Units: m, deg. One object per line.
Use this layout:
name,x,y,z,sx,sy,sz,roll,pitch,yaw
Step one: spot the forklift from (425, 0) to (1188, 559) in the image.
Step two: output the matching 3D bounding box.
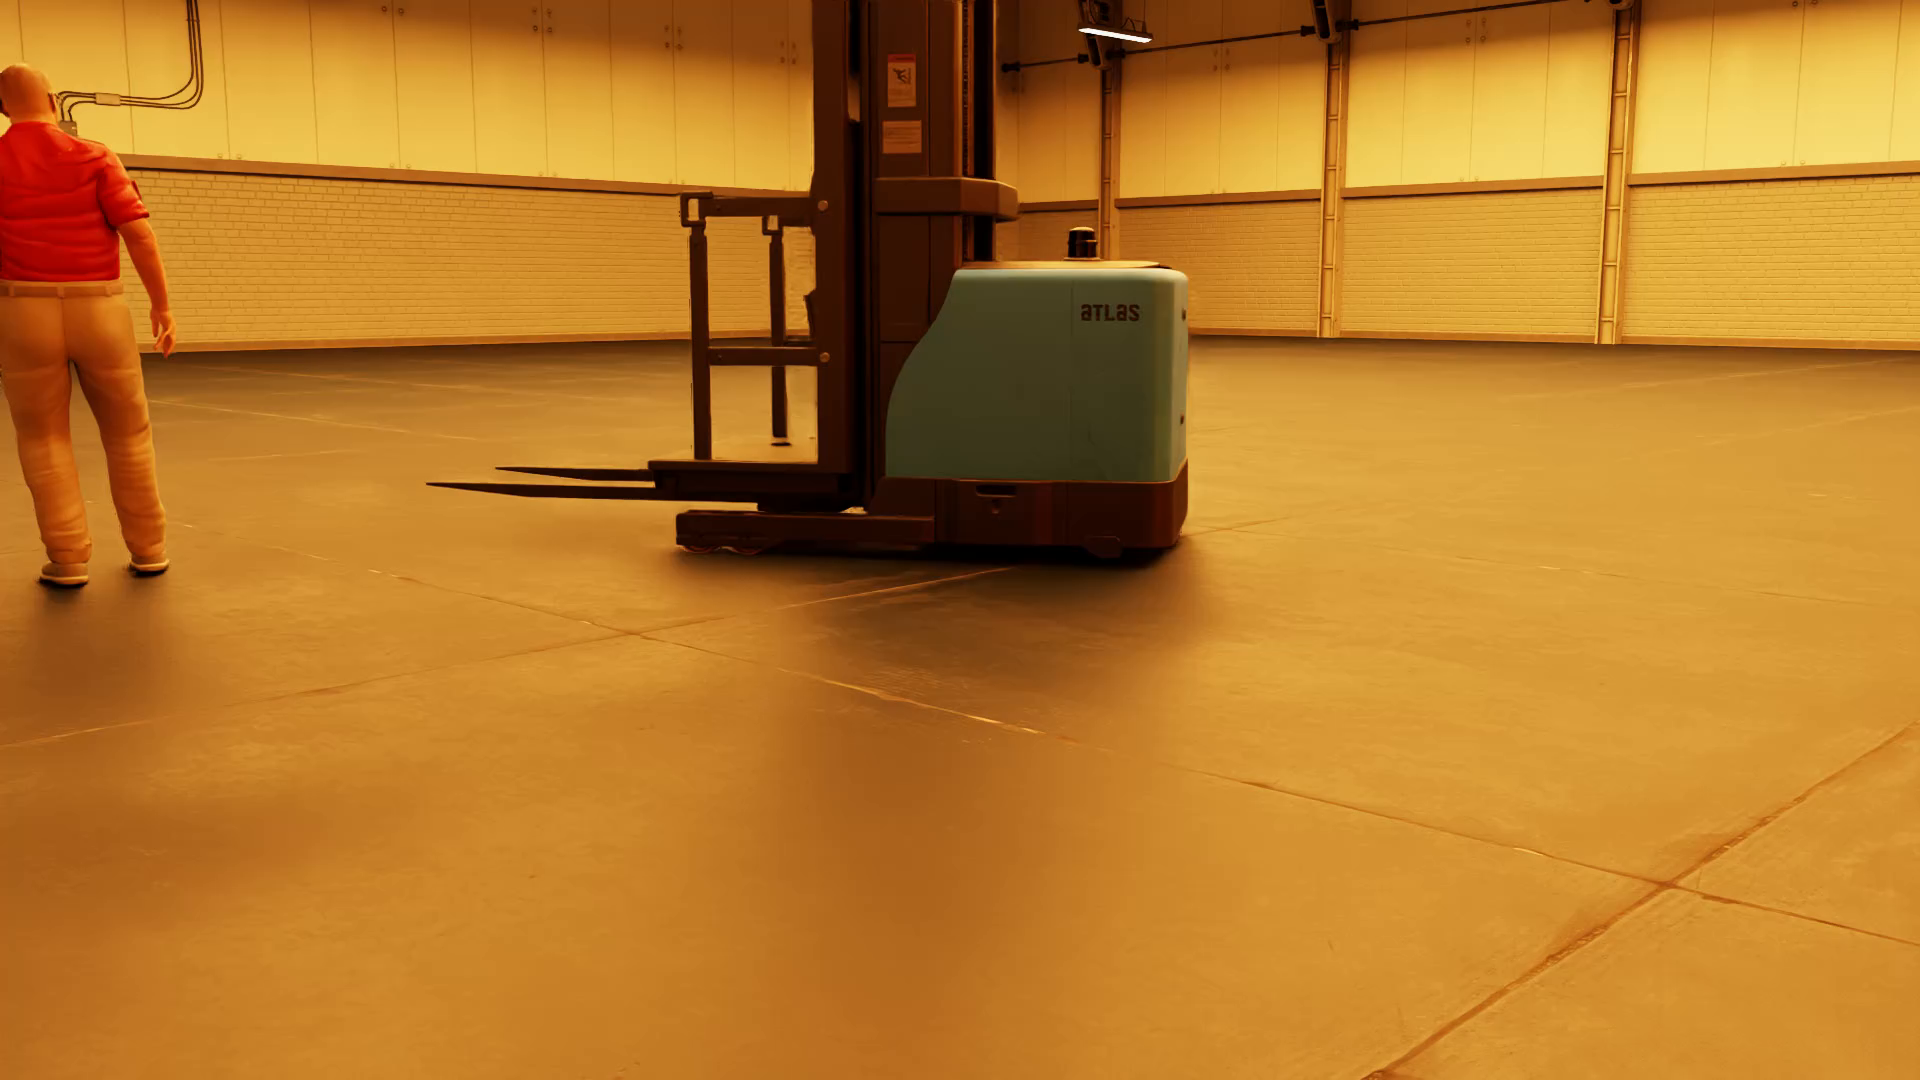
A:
forklift,-0.624,-1.464,6.600,3.031,2.935,1.130,2,9,11

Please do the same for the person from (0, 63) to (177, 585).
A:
person,-3.061,-0.721,5.690,0.685,1.731,0.544,-4,10,-27
